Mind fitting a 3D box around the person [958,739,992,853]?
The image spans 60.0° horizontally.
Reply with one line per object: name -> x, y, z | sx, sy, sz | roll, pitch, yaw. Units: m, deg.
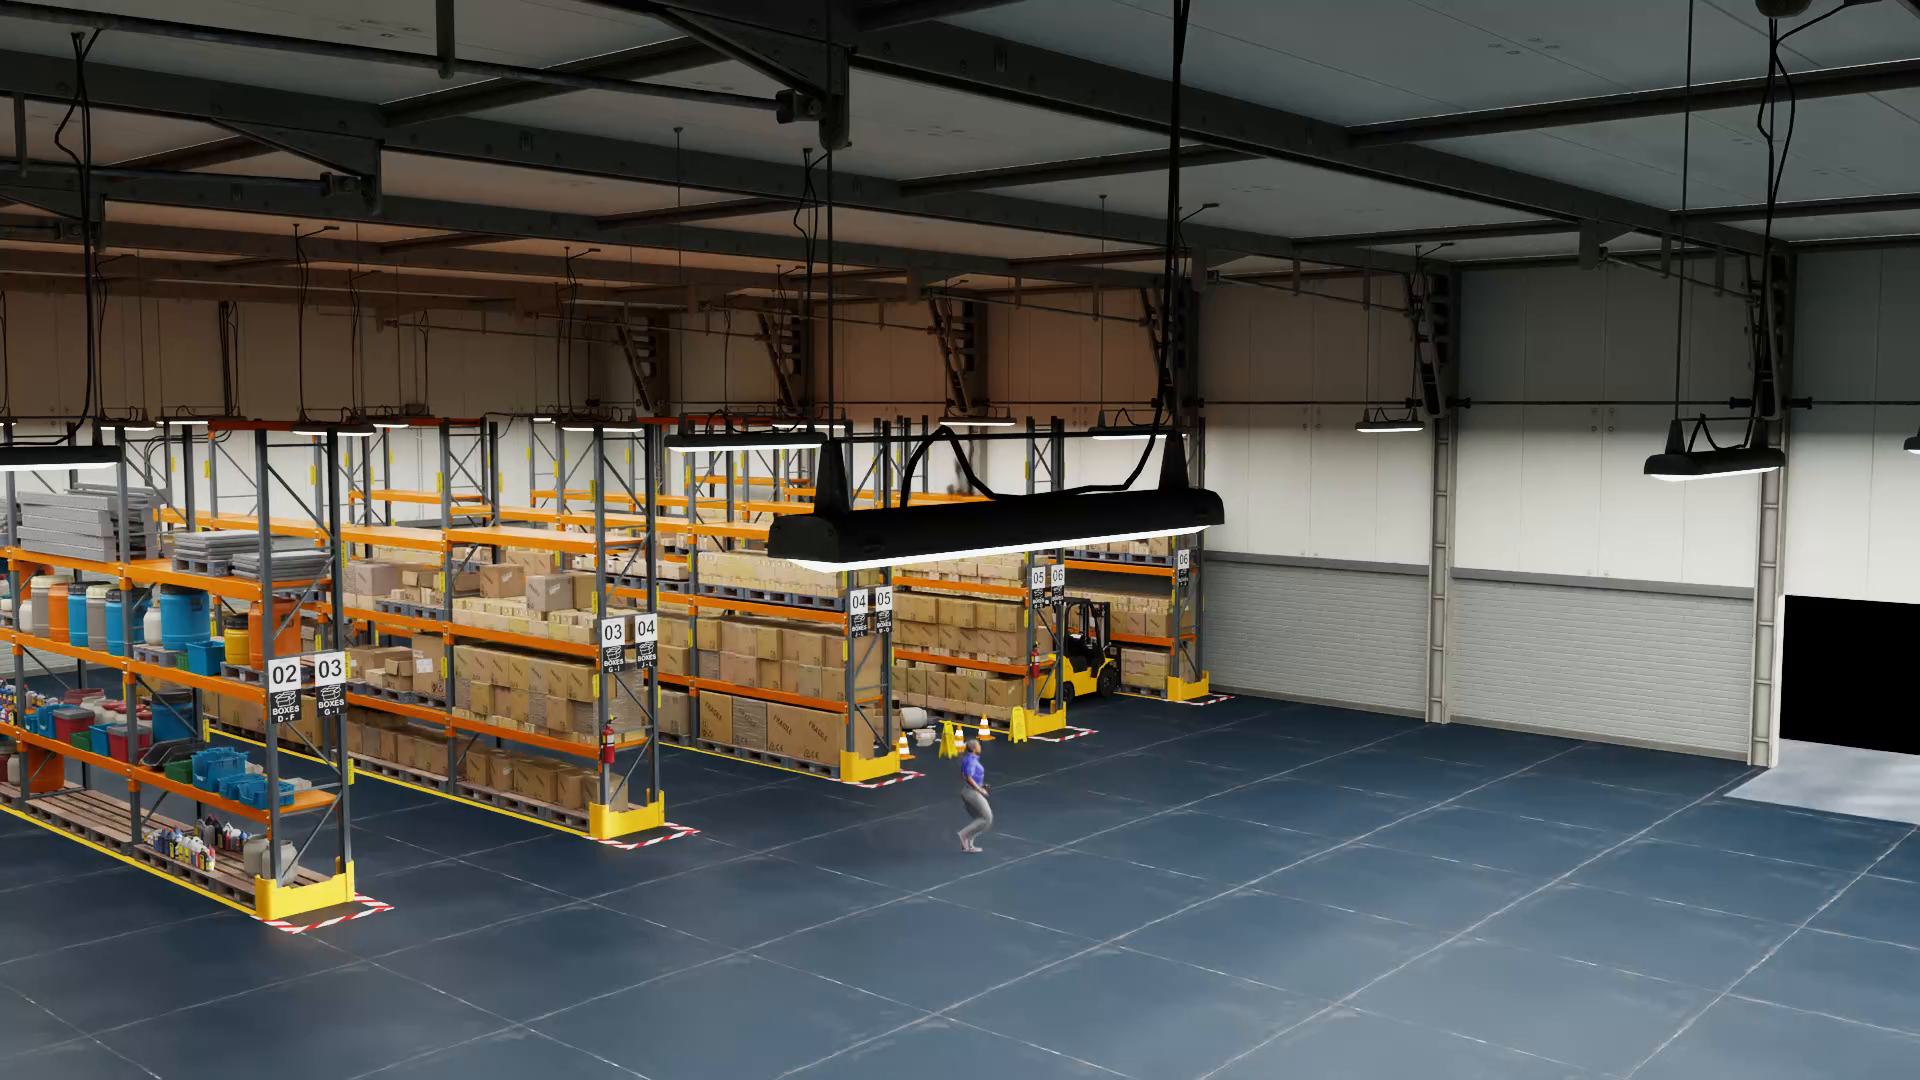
person -> 0.199, 3.591, 23.342 | 0.546, 1.597, 0.537 | -1, 5, -17

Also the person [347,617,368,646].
person -> -14.461, 2.205, 39.893 | 0.678, 1.610, 0.651 | 2, 5, 18
